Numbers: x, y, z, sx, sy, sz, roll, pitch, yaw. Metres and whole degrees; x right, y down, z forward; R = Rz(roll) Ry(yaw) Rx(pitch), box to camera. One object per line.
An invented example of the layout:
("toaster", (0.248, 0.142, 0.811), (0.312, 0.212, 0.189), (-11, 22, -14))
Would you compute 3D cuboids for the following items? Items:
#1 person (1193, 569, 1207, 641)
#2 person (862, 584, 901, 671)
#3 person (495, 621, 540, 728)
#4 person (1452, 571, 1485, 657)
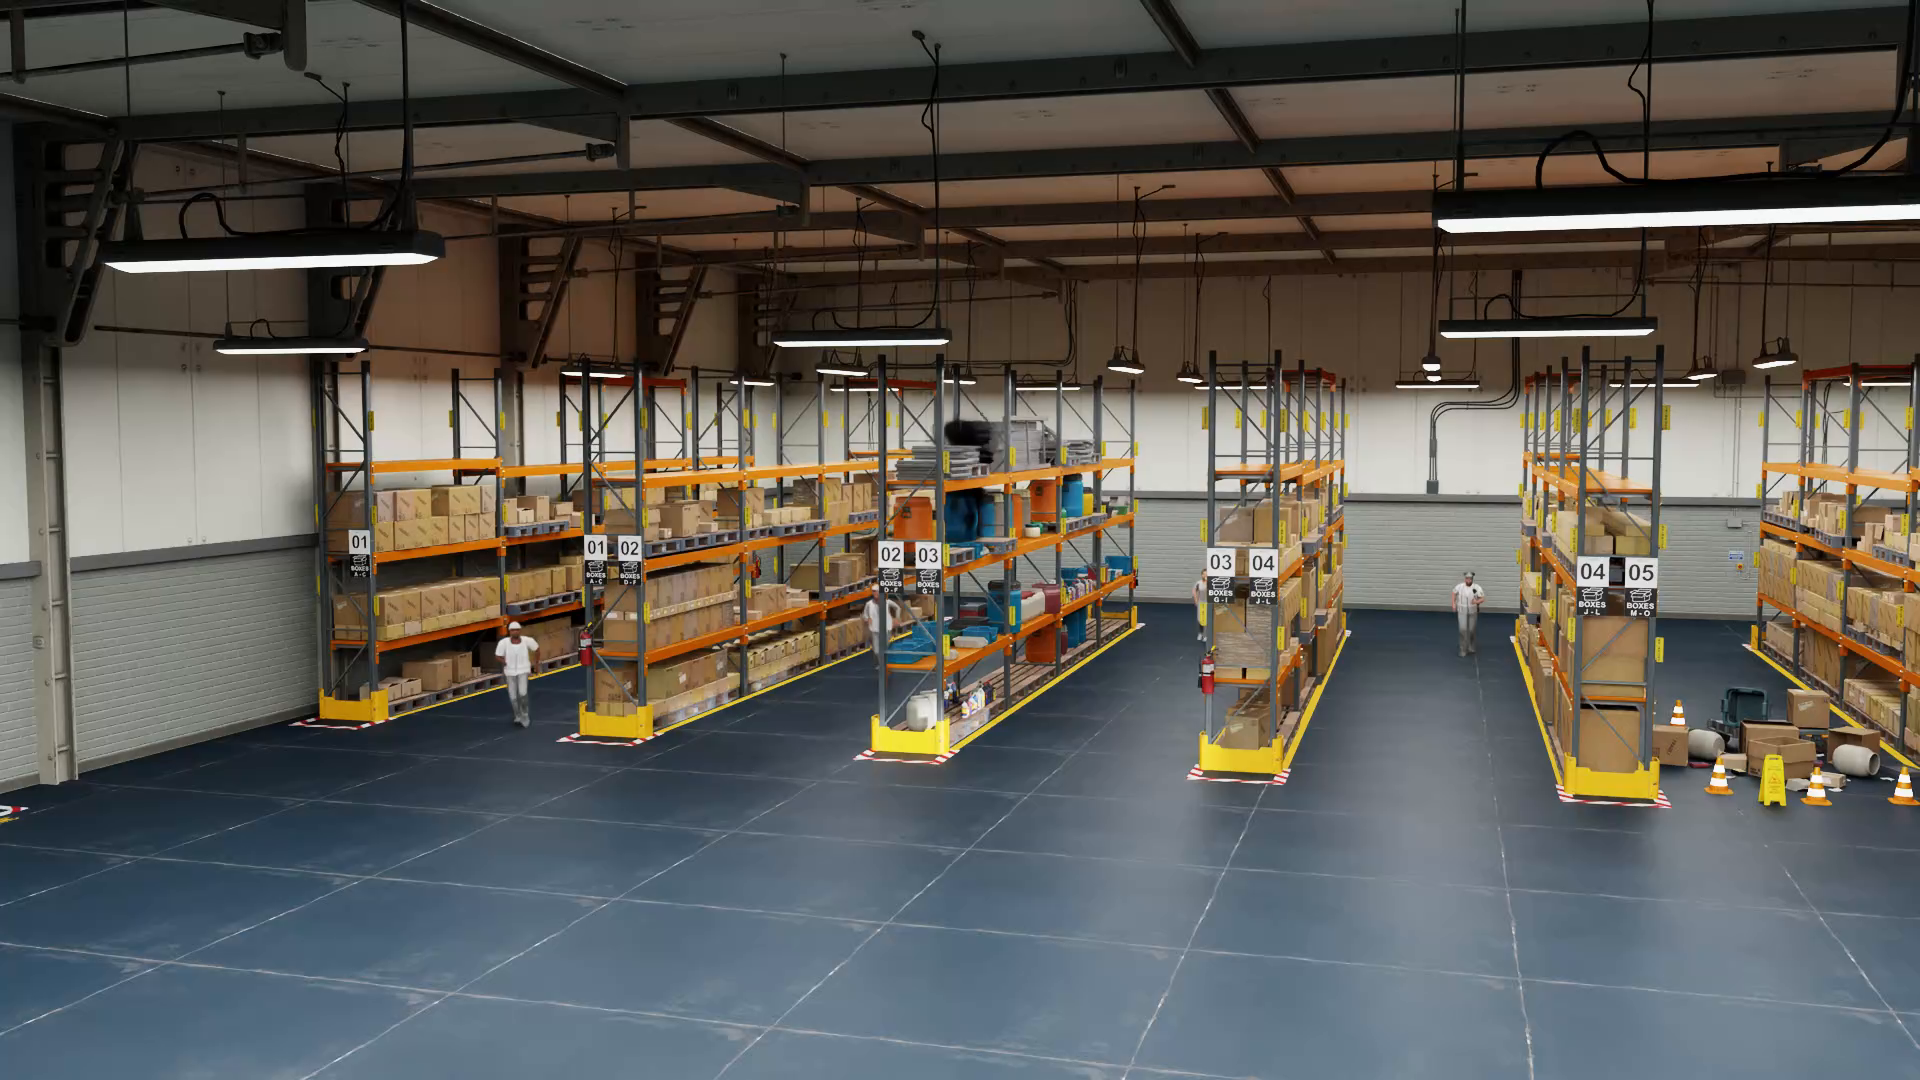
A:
("person", (5.563, 1.485, 37.733), (0.566, 1.637, 0.636), (1, 4, 11))
("person", (-1.494, 1.658, 31.228), (0.661, 1.672, 0.834), (1, 4, 14))
("person", (-7.254, 2.195, 27.238), (0.686, 1.742, 0.776), (0, 4, -5))
("person", (10.899, 1.577, 35.667), (0.673, 1.844, 0.827), (1, 4, 16))
